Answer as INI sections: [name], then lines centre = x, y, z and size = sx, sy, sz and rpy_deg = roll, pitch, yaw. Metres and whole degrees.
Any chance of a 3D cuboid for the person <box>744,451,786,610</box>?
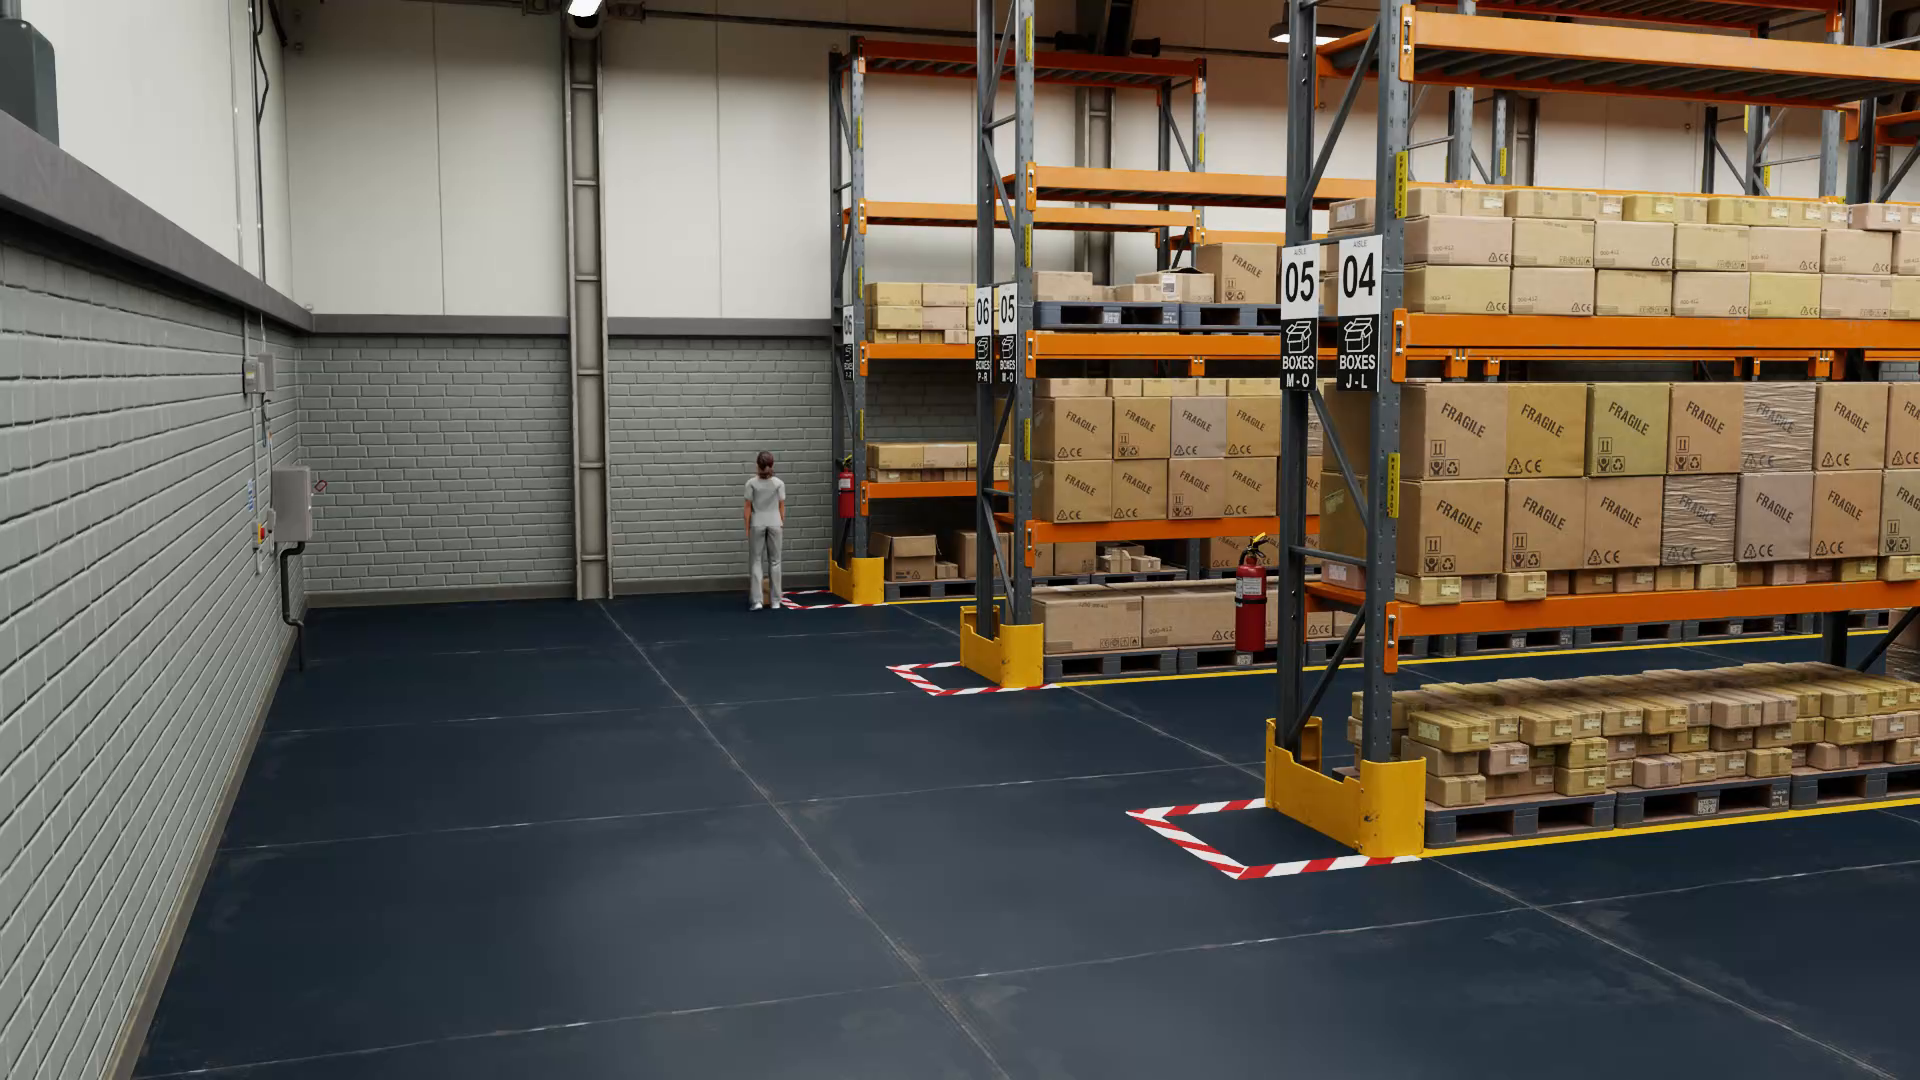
[person]
centre = -2.061, -0.073, 17.548
size = 0.442, 1.728, 0.393
rpy_deg = -1, 6, -12
